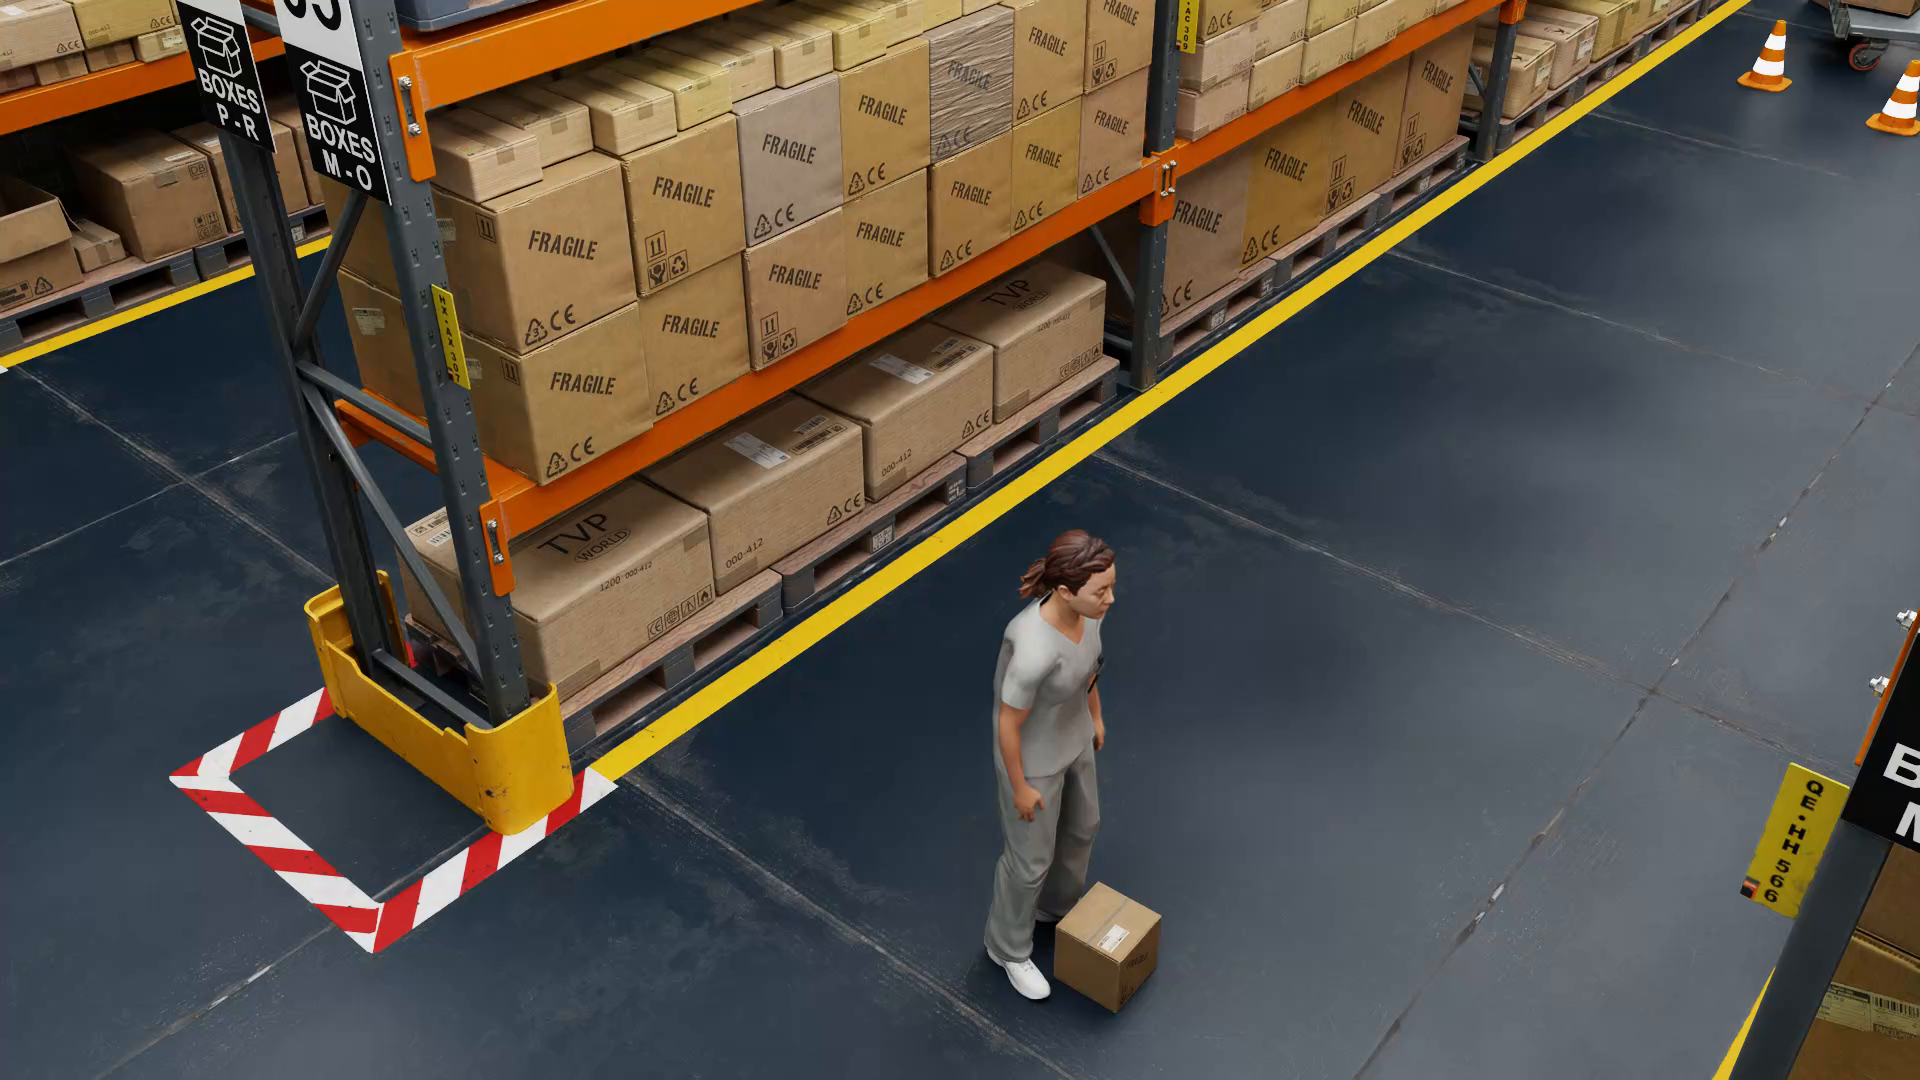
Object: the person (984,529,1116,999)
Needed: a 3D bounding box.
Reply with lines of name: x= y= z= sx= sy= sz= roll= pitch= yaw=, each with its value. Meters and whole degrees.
person: x=0.291 y=0.672 z=5.192 sx=0.365 sy=1.672 sz=0.514 roll=23 pitch=41 yaw=29
